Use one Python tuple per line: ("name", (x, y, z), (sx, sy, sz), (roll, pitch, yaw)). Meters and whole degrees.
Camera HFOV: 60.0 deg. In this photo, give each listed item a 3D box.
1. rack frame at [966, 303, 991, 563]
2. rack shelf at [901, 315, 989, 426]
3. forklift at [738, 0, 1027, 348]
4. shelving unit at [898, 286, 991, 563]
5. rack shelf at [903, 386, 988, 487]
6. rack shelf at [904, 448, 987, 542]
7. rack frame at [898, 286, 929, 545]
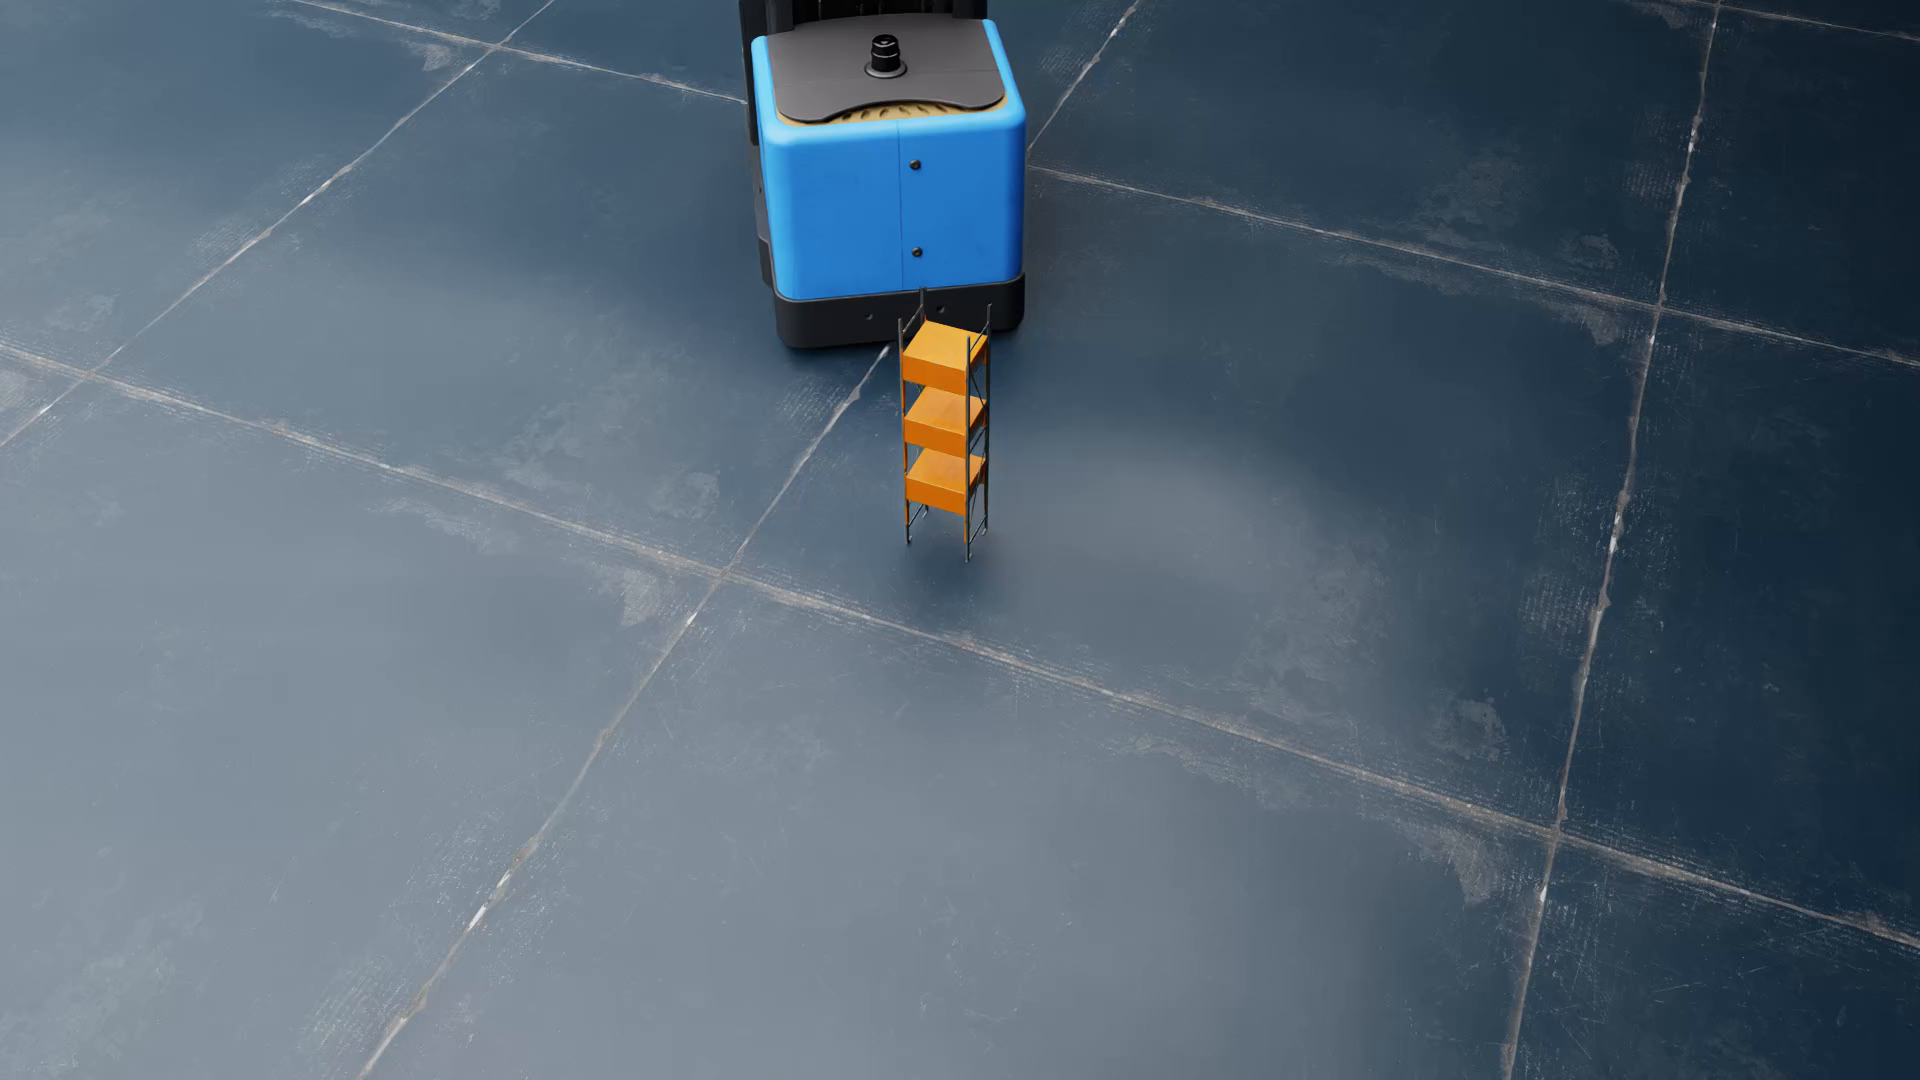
("rack frame", (0.063, -0.354, 5.861), (0.008, 1.050, 0.200), (16, 47, 16))
("rack shelf", (-0.049, -0.580, 5.702), (0.240, 0.259, 0.215), (16, 47, 16))
("forklift", (-0.461, -2.890, 7.076), (1.130, 2.935, 3.031), (-6, 45, -6))
("shelving unit", (-0.049, -0.387, 5.894), (0.252, 1.050, 0.215), (16, 47, 16))
("rack shelf", (-0.049, -0.379, 5.902), (0.240, 0.259, 0.215), (16, 47, 16))
("rack shelf", (-0.049, -0.182, 6.098), (0.240, 0.259, 0.215), (16, 47, 16))
("rack frame", (-0.162, -0.420, 5.928), (0.008, 1.050, 0.200), (16, 47, 16))
